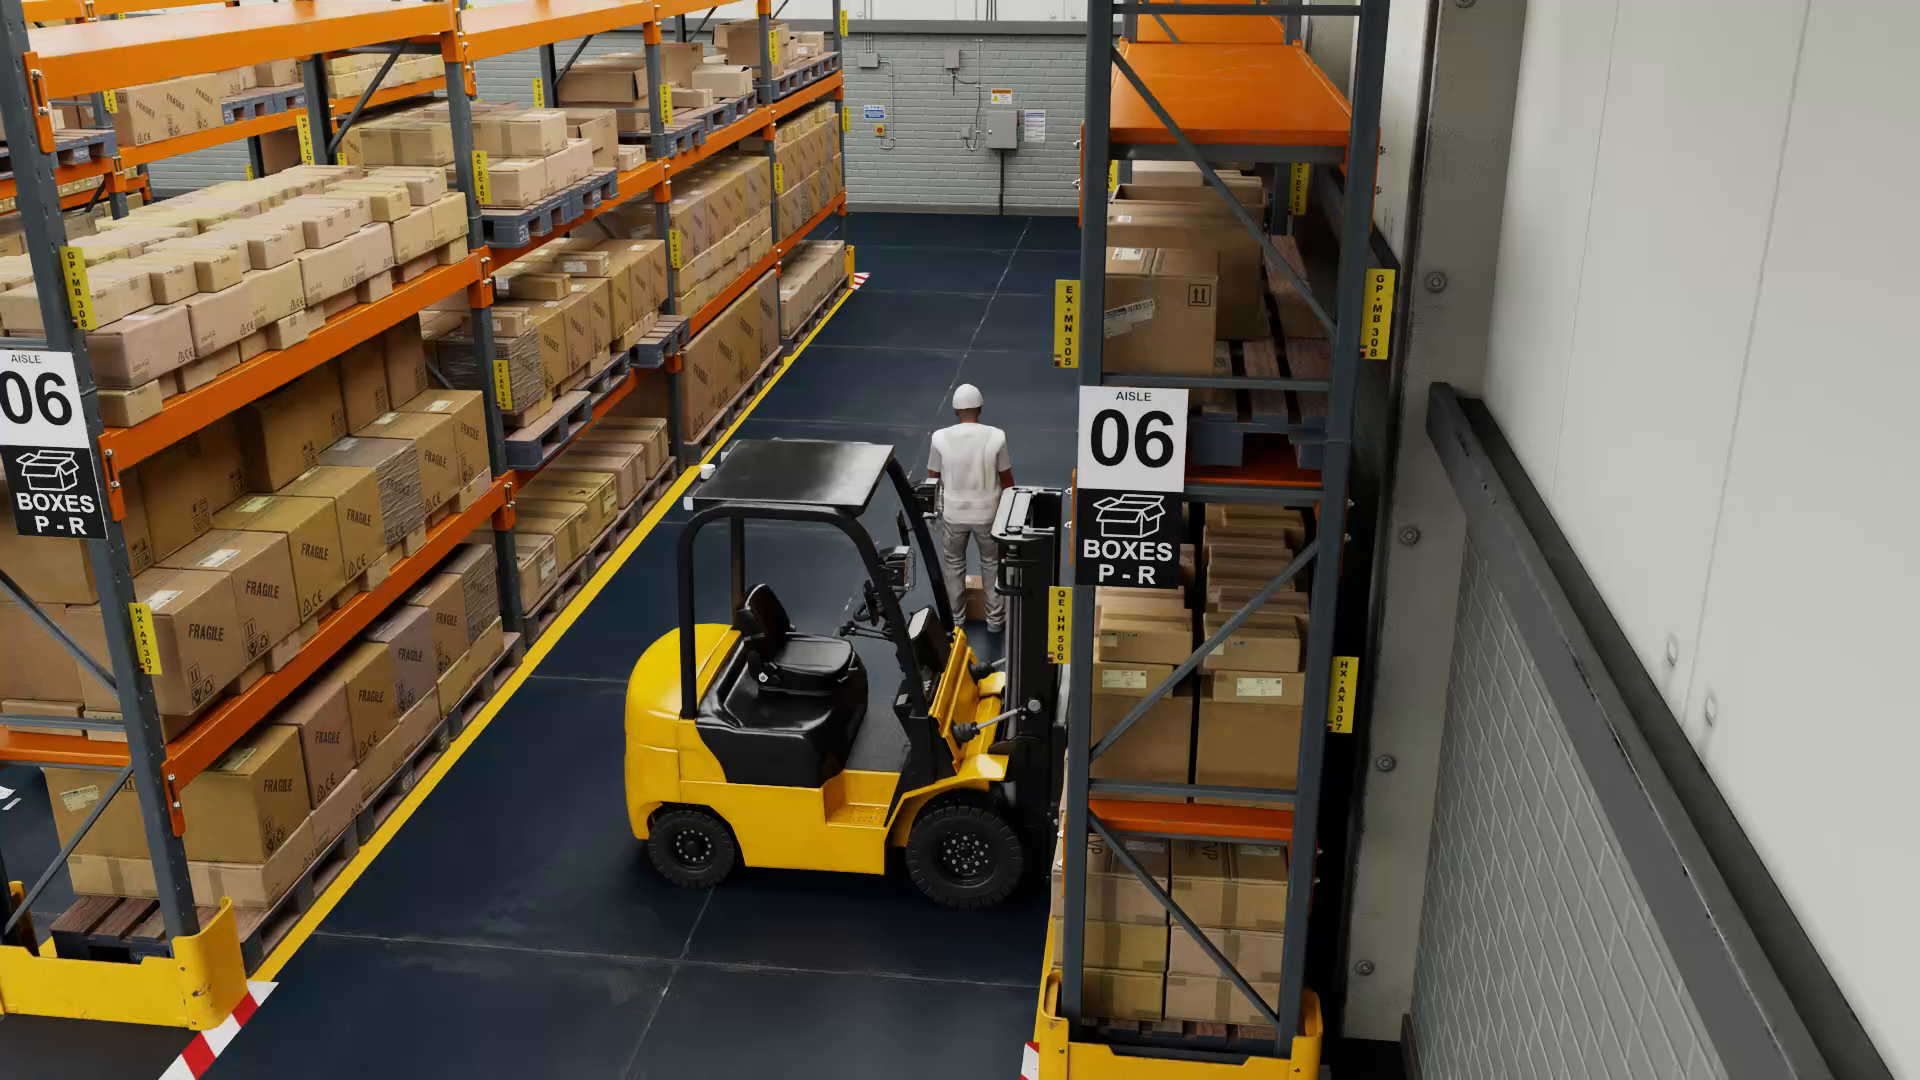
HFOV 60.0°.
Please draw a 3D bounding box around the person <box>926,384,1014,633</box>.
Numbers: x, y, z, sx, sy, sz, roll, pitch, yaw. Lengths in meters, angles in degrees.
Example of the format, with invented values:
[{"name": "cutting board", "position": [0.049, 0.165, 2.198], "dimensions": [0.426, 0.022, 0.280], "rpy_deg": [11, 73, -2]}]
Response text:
[{"name": "person", "position": [0.074, -0.209, 11.613], "dimensions": [0.625, 1.773, 0.451], "rpy_deg": [1, 21, 3]}]
